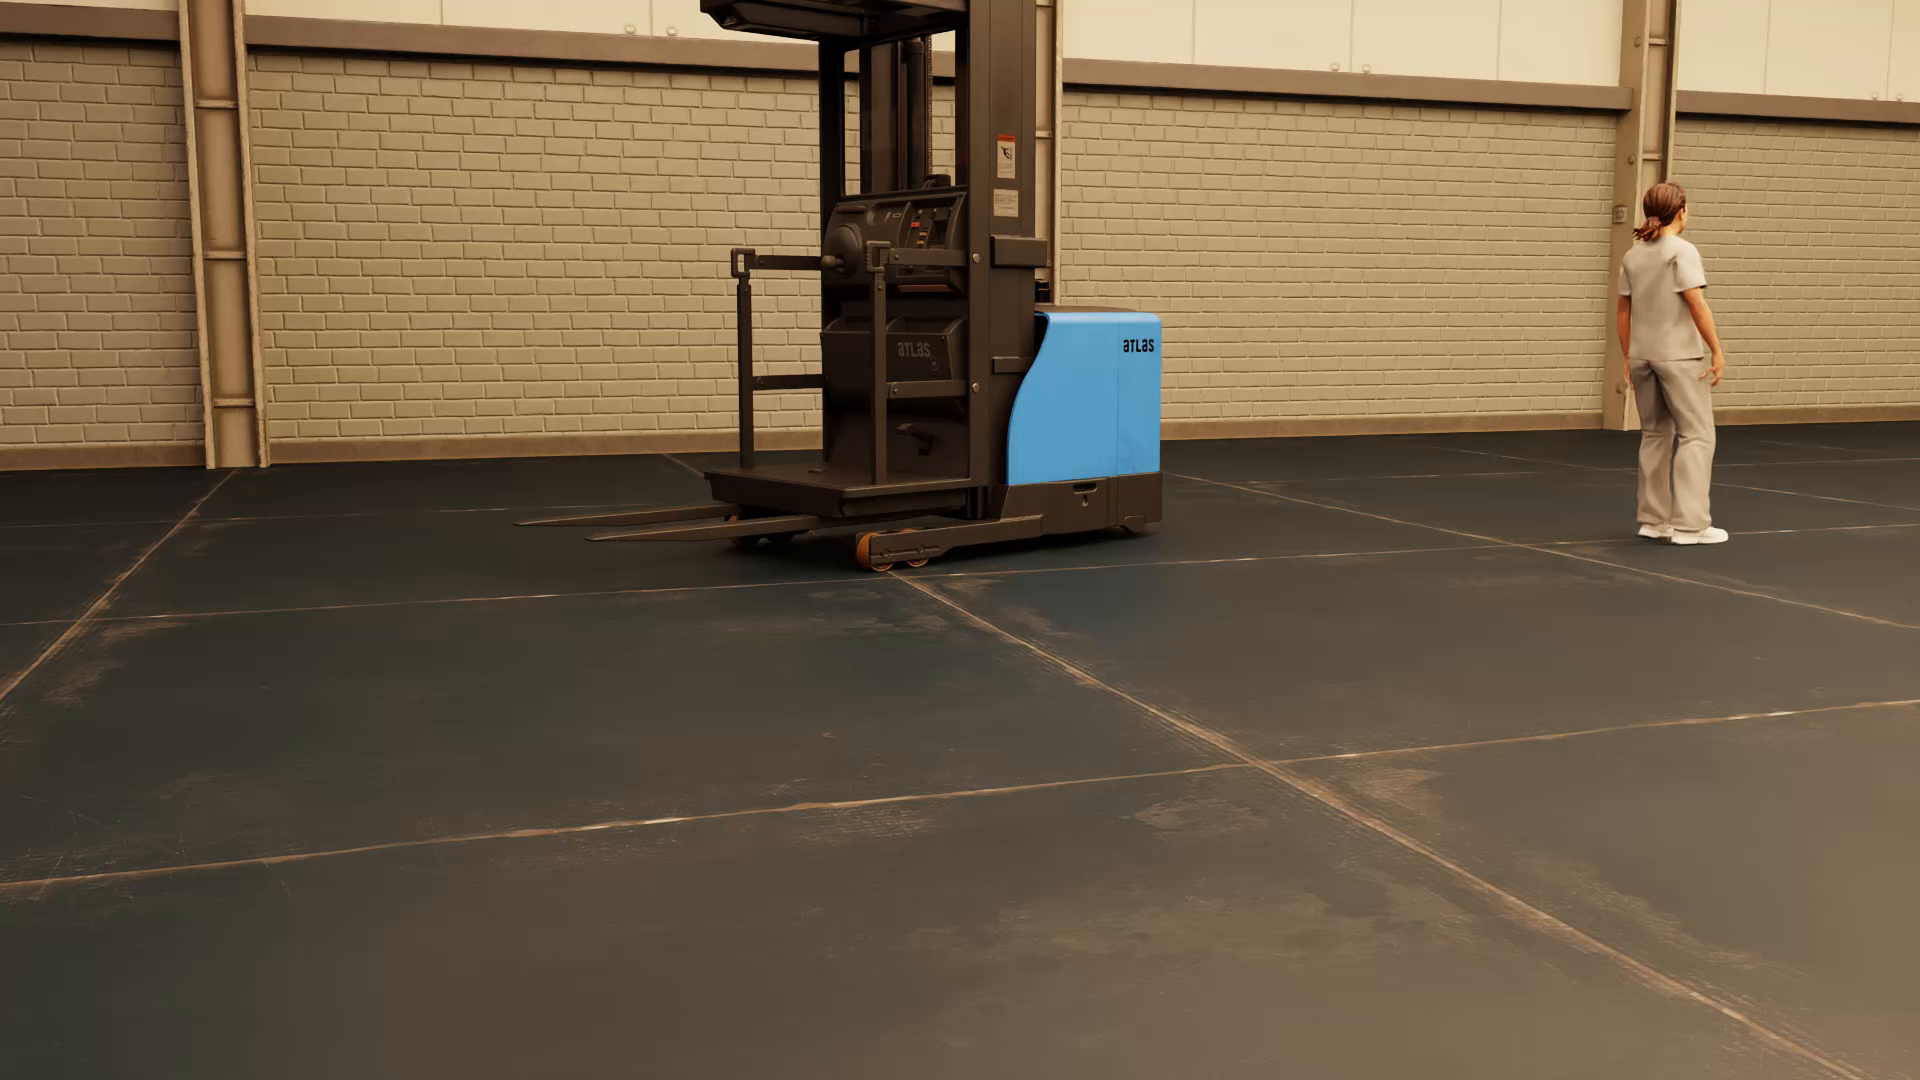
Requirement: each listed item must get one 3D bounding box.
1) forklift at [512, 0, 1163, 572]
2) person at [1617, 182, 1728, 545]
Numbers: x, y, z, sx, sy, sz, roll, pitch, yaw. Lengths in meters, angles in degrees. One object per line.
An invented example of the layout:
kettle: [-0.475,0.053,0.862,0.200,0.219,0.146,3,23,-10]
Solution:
forklift: [-0.461,-1.399,7.333,3.031,2.935,1.130,-7,10,-40]
person: [3.349,-0.819,7.809,0.479,1.690,0.522,-4,9,-24]
